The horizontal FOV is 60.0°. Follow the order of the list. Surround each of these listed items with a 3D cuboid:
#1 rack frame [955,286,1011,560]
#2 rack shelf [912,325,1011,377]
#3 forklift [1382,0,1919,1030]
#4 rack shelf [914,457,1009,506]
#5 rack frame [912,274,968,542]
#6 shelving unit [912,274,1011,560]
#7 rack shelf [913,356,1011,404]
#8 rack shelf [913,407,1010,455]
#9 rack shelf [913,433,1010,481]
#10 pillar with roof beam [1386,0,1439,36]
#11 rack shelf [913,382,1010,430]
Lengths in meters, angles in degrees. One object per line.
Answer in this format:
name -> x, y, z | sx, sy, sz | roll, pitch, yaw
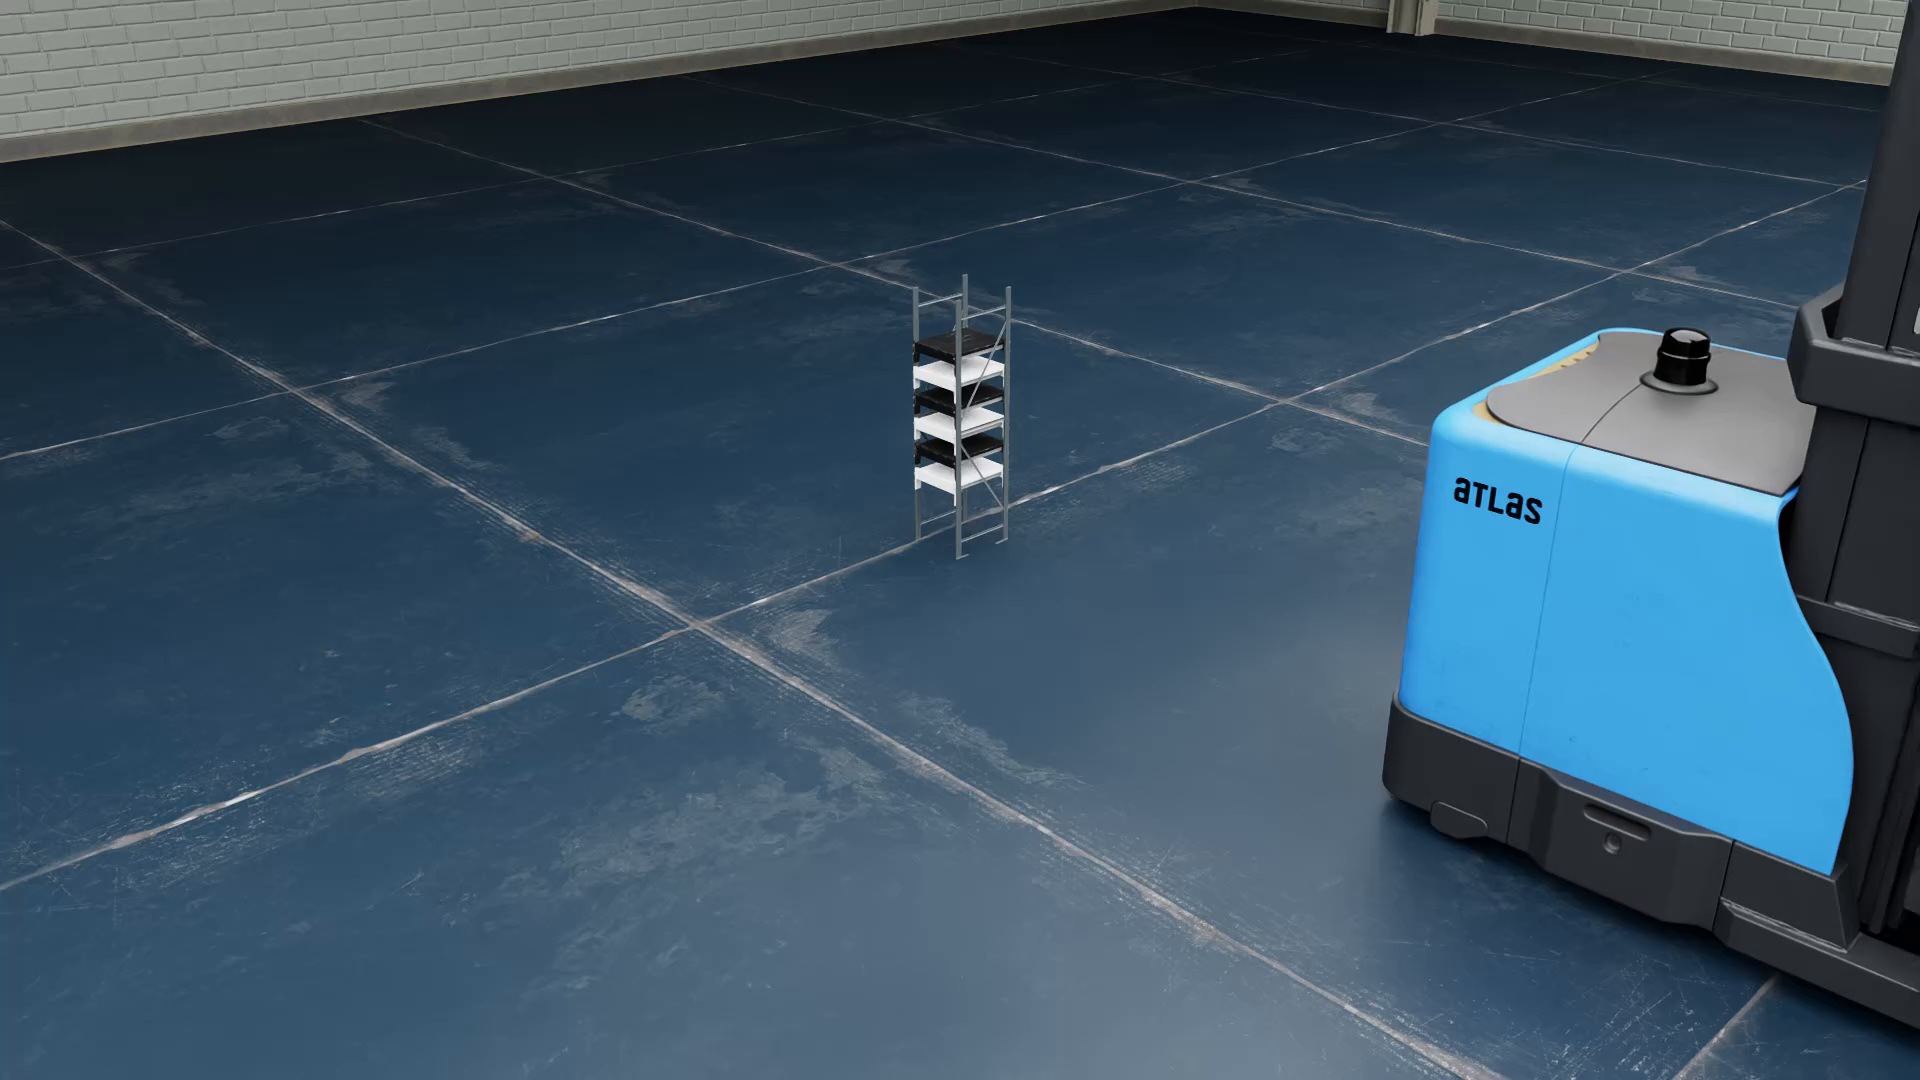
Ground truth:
rack frame -> 0.075, -0.376, 5.490 | 0.240, 0.900, 0.006 | -21, 32, -38
rack shelf -> 0.006, -0.622, 5.460 | 0.258, 0.077, 0.200 | -21, 32, -38
forklift -> 2.492, -0.375, 3.041 | 3.031, 2.935, 1.130 | 21, 32, 39
rack shelf -> 0.006, -0.213, 5.646 | 0.258, 0.077, 0.200 | -21, 32, -38
rack frame -> -0.064, -0.438, 5.625 | 0.240, 0.900, 0.006 | -21, 32, -38
shelving unit -> 0.006, -0.407, 5.558 | 0.258, 0.900, 0.210 | -21, 32, -38
rack shelf -> 0.006, -0.540, 5.497 | 0.258, 0.077, 0.200 | -21, 32, -38
rack shelf -> 0.006, -0.377, 5.572 | 0.258, 0.077, 0.200 | -21, 32, -38
rack shelf -> 0.006, -0.295, 5.609 | 0.258, 0.077, 0.200 | -21, 32, -38
pillar with roof beam -> 1.558, -8.163, 12.802 | 9.100, 9.000, 0.400 | -21, 32, -38
rack shelf -> 0.006, -0.459, 5.534 | 0.258, 0.077, 0.200 | -21, 32, -38
